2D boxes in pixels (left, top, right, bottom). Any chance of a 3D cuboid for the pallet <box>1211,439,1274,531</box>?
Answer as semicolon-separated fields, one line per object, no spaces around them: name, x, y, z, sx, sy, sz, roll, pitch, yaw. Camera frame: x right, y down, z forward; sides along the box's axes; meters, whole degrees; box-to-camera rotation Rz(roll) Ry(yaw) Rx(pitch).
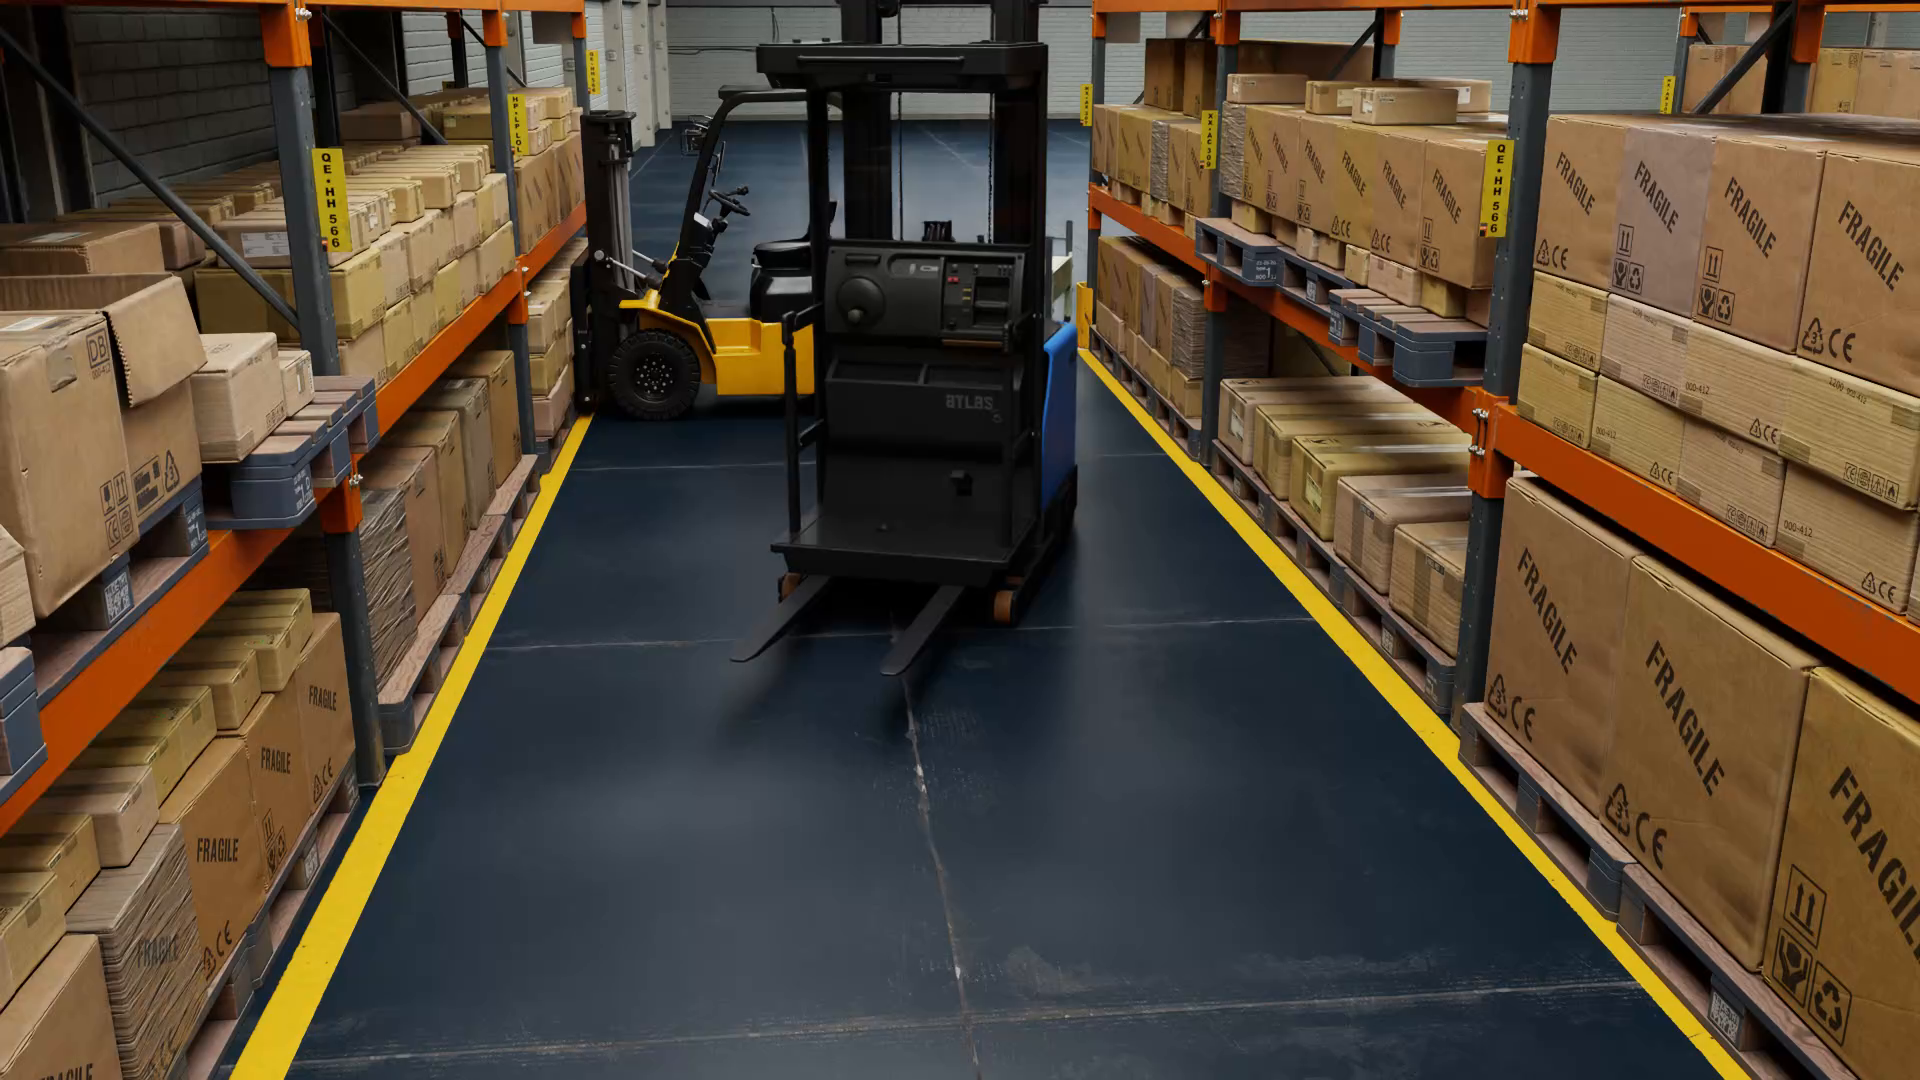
pallet;2.051;-0.338;9.400;1.003;0.211;1.213;-2;18;-6

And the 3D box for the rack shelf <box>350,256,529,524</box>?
rack shelf;-2.762;-0.806;7.439;1.077;0.370;4.000;-2;18;-6

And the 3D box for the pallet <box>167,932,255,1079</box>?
pallet;-2.393;1.363;3.983;1.003;0.211;1.213;-2;18;-6

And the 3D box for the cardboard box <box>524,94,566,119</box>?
cardboard box;-2.903;-2.959;11.348;0.380;0.149;0.250;-1;17;-5

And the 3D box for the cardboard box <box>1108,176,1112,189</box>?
cardboard box;1.386;-2.864;13.212;0.380;0.149;0.250;-2;18;-5

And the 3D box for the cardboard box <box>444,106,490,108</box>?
cardboard box;-2.858;-2.499;9.884;0.380;0.149;0.250;-2;18;-7

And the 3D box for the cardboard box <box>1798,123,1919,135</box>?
cardboard box;2.756;-0.934;4.809;0.500;0.500;0.500;-1;17;-5

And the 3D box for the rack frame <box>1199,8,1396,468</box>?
rack frame;1.969;-1.900;9.721;1.000;3.000;0.127;-2;18;-6

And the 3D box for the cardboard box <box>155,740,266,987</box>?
cardboard box;-2.200;0.863;4.392;0.500;0.500;0.500;-1;17;-3

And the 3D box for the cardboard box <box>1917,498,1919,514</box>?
cardboard box;2.388;-0.110;3.436;0.500;0.250;0.500;-1;17;-4

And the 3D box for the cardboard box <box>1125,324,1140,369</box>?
cardboard box;1.479;-1.417;12.071;0.500;0.250;0.500;-1;17;-2

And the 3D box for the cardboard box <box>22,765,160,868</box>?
cardboard box;-2.144;0.664;3.942;0.380;0.149;0.250;-3;18;-8

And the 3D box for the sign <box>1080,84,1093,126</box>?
sign;1.017;-3.488;13.334;0.100;0.325;0.005;-2;18;-6

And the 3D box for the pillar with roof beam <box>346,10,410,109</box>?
pillar with roof beam;0.077;-5.697;11.800;9.100;9.000;0.400;-2;18;-6

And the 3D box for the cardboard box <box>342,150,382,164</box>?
cardboard box;-3.170;-1.910;8.502;0.380;0.149;0.250;-2;18;-7

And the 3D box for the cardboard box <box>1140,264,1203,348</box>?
cardboard box;1.533;-1.618;11.459;0.500;0.500;0.500;-1;17;-3

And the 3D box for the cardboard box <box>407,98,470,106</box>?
cardboard box;-3.396;-2.789;10.807;0.380;0.149;0.250;-1;17;-4

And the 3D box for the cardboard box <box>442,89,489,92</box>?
cardboard box;-3.593;-3.248;12.270;0.380;0.149;0.250;-1;17;-4

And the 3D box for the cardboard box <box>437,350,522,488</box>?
cardboard box;-2.903;-0.658;9.028;0.875;0.625;0.625;-1;17;-3

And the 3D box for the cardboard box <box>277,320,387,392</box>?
cardboard box;-2.358;-0.622;5.900;0.500;0.250;0.500;-2;18;-5

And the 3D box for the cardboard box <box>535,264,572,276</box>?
cardboard box;-2.858;-1.722;11.374;0.500;0.250;0.500;-2;18;-7

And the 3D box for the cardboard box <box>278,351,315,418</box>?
cardboard box;-2.106;-0.450;4.822;0.380;0.149;0.250;-1;17;-5

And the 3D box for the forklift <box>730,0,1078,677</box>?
forklift;-0.212;-1.137;7.406;1.130;2.935;3.031;4;18;13

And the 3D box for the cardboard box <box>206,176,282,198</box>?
cardboard box;-2.968;-1.458;7.065;0.380;0.149;0.250;-1;17;-4

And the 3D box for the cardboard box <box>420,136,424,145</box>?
cardboard box;-3.317;-2.264;9.631;0.380;0.149;0.250;-2;18;-7

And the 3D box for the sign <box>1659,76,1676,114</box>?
sign;5.917;-3.710;13.909;0.100;0.325;0.005;-2;18;-6

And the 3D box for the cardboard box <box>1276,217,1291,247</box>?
cardboard box;1.819;-1.571;8.392;0.380;0.149;0.250;-2;17;-5

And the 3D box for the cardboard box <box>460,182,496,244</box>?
cardboard box;-2.603;-1.621;8.248;0.500;0.250;0.500;-2;18;-7

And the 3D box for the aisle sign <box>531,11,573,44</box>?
aisle sign;-3.095;-4.206;12.727;0.394;0.787;0.004;-2;18;-6

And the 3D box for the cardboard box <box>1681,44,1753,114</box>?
cardboard box;6.469;-3.750;13.560;0.875;0.550;0.550;-2;18;-6

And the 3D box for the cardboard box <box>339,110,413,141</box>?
cardboard box;-3.301;-2.330;9.345;0.380;0.149;0.250;-2;18;-6

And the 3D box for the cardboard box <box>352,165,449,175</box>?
cardboard box;-2.551;-1.628;7.605;0.380;0.149;0.250;-2;18;-5

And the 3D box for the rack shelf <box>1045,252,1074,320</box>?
rack shelf;0.368;-1.376;9.253;0.431;0.370;0.720;4;18;11

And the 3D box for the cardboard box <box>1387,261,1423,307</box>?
cardboard box;1.943;-1.030;6.669;0.380;0.149;0.250;-2;18;-6

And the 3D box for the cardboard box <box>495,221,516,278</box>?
cardboard box;-2.656;-1.532;8.799;0.500;0.250;0.500;-1;17;-4

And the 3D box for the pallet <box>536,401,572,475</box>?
pallet;-3.008;-0.653;10.405;1.003;0.211;1.213;-2;18;-6

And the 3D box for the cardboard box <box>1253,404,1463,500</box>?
cardboard box;2.103;-0.476;8.872;0.950;0.372;0.625;-1;17;-2

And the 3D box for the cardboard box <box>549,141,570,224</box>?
cardboard box;-2.908;-2.389;11.113;0.500;0.500;0.500;-2;18;-5

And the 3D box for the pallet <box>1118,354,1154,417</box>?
pallet;1.736;-1.133;11.933;1.003;0.211;1.213;-2;18;-6

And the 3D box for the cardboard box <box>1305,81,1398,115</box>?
cardboard box;1.880;-2.128;7.999;0.380;0.149;0.250;-1;17;-3

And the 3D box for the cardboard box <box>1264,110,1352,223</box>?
cardboard box;1.822;-1.844;8.179;0.500;0.500;0.500;-2;18;-6

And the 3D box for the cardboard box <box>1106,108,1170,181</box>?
cardboard box;1.386;-2.977;12.489;0.500;0.500;0.500;-1;17;-4

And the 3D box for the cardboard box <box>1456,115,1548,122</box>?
cardboard box;2.399;-1.702;7.725;0.500;0.500;0.500;-2;18;-8

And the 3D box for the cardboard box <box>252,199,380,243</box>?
cardboard box;-2.376;-1.170;6.147;0.380;0.149;0.250;-1;17;-4

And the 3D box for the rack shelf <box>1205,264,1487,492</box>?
rack shelf;2.175;-0.961;7.931;1.077;0.370;4.000;-2;18;-6

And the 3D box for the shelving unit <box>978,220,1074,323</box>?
shelving unit;0.368;-1.004;9.370;0.431;1.500;0.755;4;18;11

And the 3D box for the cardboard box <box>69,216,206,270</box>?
cardboard box;-2.790;-1.002;5.610;0.380;0.149;0.250;-1;17;-4

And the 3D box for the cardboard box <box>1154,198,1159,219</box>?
cardboard box;1.528;-2.246;11.243;0.380;0.149;0.250;-2;18;-7

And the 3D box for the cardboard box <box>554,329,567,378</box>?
cardboard box;-2.765;-1.176;10.470;0.500;0.250;0.500;-2;18;-6

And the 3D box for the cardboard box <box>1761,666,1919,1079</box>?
cardboard box;2.550;0.846;3.821;0.875;0.875;0.875;-1;17;-4

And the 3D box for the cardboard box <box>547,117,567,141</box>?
cardboard box;-2.909;-2.818;11.396;0.380;0.149;0.250;-2;18;-5
